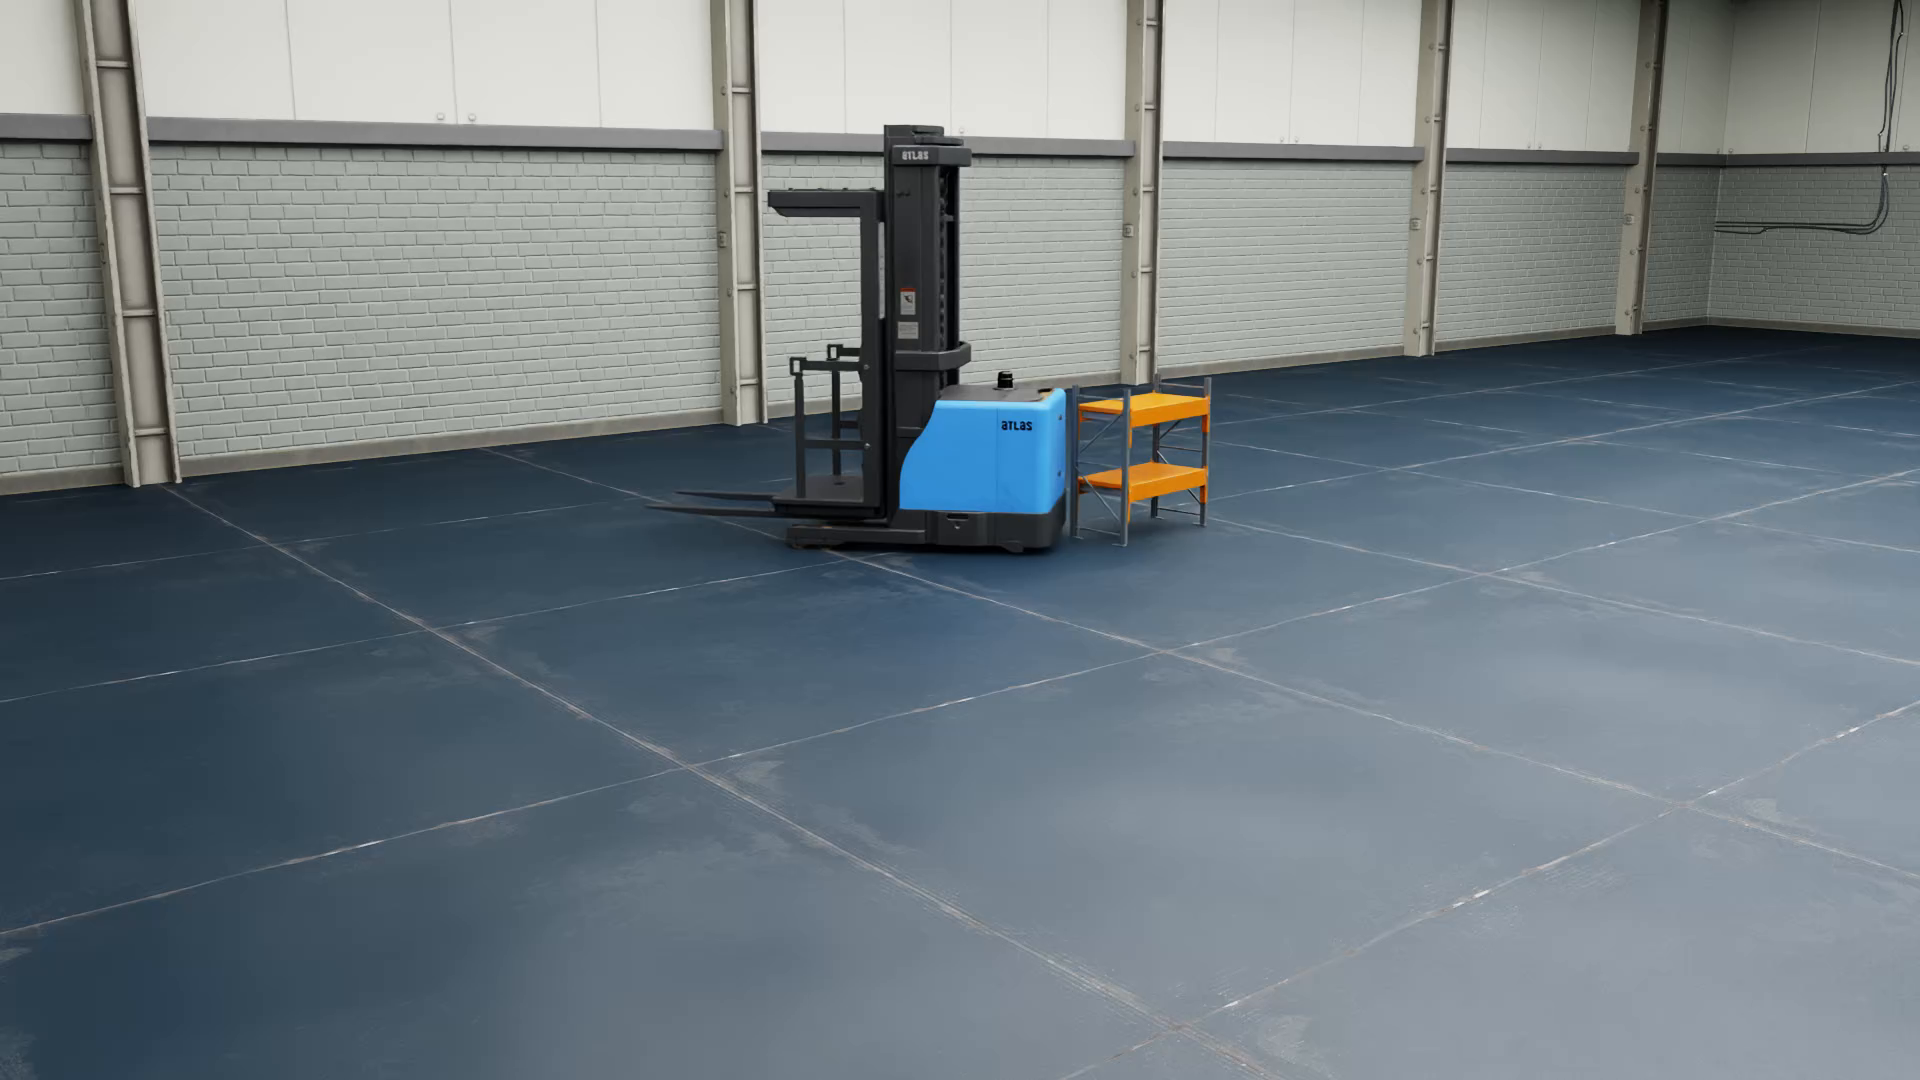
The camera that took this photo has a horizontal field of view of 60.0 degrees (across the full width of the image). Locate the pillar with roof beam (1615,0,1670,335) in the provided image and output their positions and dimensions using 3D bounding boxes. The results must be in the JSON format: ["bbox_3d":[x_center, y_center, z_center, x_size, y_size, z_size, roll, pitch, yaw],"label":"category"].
[{"bbox_3d":[14.399,-7.320,24.936,0.400,9.000,9.100,-9,15,-38],"label":"pillar with roof beam"}]

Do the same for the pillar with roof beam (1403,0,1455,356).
[{"bbox_3d":[9.713,-6.541,21.270,0.400,9.000,9.100,-9,15,-38],"label":"pillar with roof beam"}]

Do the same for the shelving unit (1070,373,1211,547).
[{"bbox_3d":[1.343,-0.615,12.319,0.538,1.125,1.048,11,16,41],"label":"shelving unit"}]

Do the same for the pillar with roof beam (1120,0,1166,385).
[{"bbox_3d":[5.028,-5.763,17.603,0.400,9.000,9.100,-9,15,-38],"label":"pillar with roof beam"}]

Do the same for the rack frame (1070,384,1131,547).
[{"bbox_3d":[1.004,-0.537,11.948,0.500,1.125,0.032,11,16,41],"label":"rack frame"}]

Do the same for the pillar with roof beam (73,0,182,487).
[{"bbox_3d":[-4.342,-4.206,10.270,0.400,9.000,9.100,-9,15,-38],"label":"pillar with roof beam"}]

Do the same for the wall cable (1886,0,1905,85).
[{"bbox_3d":[16.526,-8.699,26.746,0.112,2.526,3.097,-9,15,-38],"label":"wall cable"}]

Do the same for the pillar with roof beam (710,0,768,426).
[{"bbox_3d":[0.343,-4.984,13.937,0.400,9.000,9.100,-9,15,-38],"label":"pillar with roof beam"}]

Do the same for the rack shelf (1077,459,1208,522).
[{"bbox_3d":[1.343,-0.376,12.369,0.538,0.278,1.000,11,16,41],"label":"rack shelf"}]

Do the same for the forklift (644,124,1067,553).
[{"bbox_3d":[-0.774,-1.471,12.001,3.031,2.935,1.130,2,12,11],"label":"forklift"}]

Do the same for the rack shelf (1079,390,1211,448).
[{"bbox_3d":[1.343,-0.902,12.258,0.538,0.278,1.000,11,16,41],"label":"rack shelf"}]

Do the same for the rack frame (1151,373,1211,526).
[{"bbox_3d":[1.682,-0.694,12.689,0.500,1.125,0.032,11,16,41],"label":"rack frame"}]

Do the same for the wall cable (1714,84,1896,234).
[{"bbox_3d":[14.836,-6.667,29.337,0.112,2.526,3.097,-9,15,-38],"label":"wall cable"}]
